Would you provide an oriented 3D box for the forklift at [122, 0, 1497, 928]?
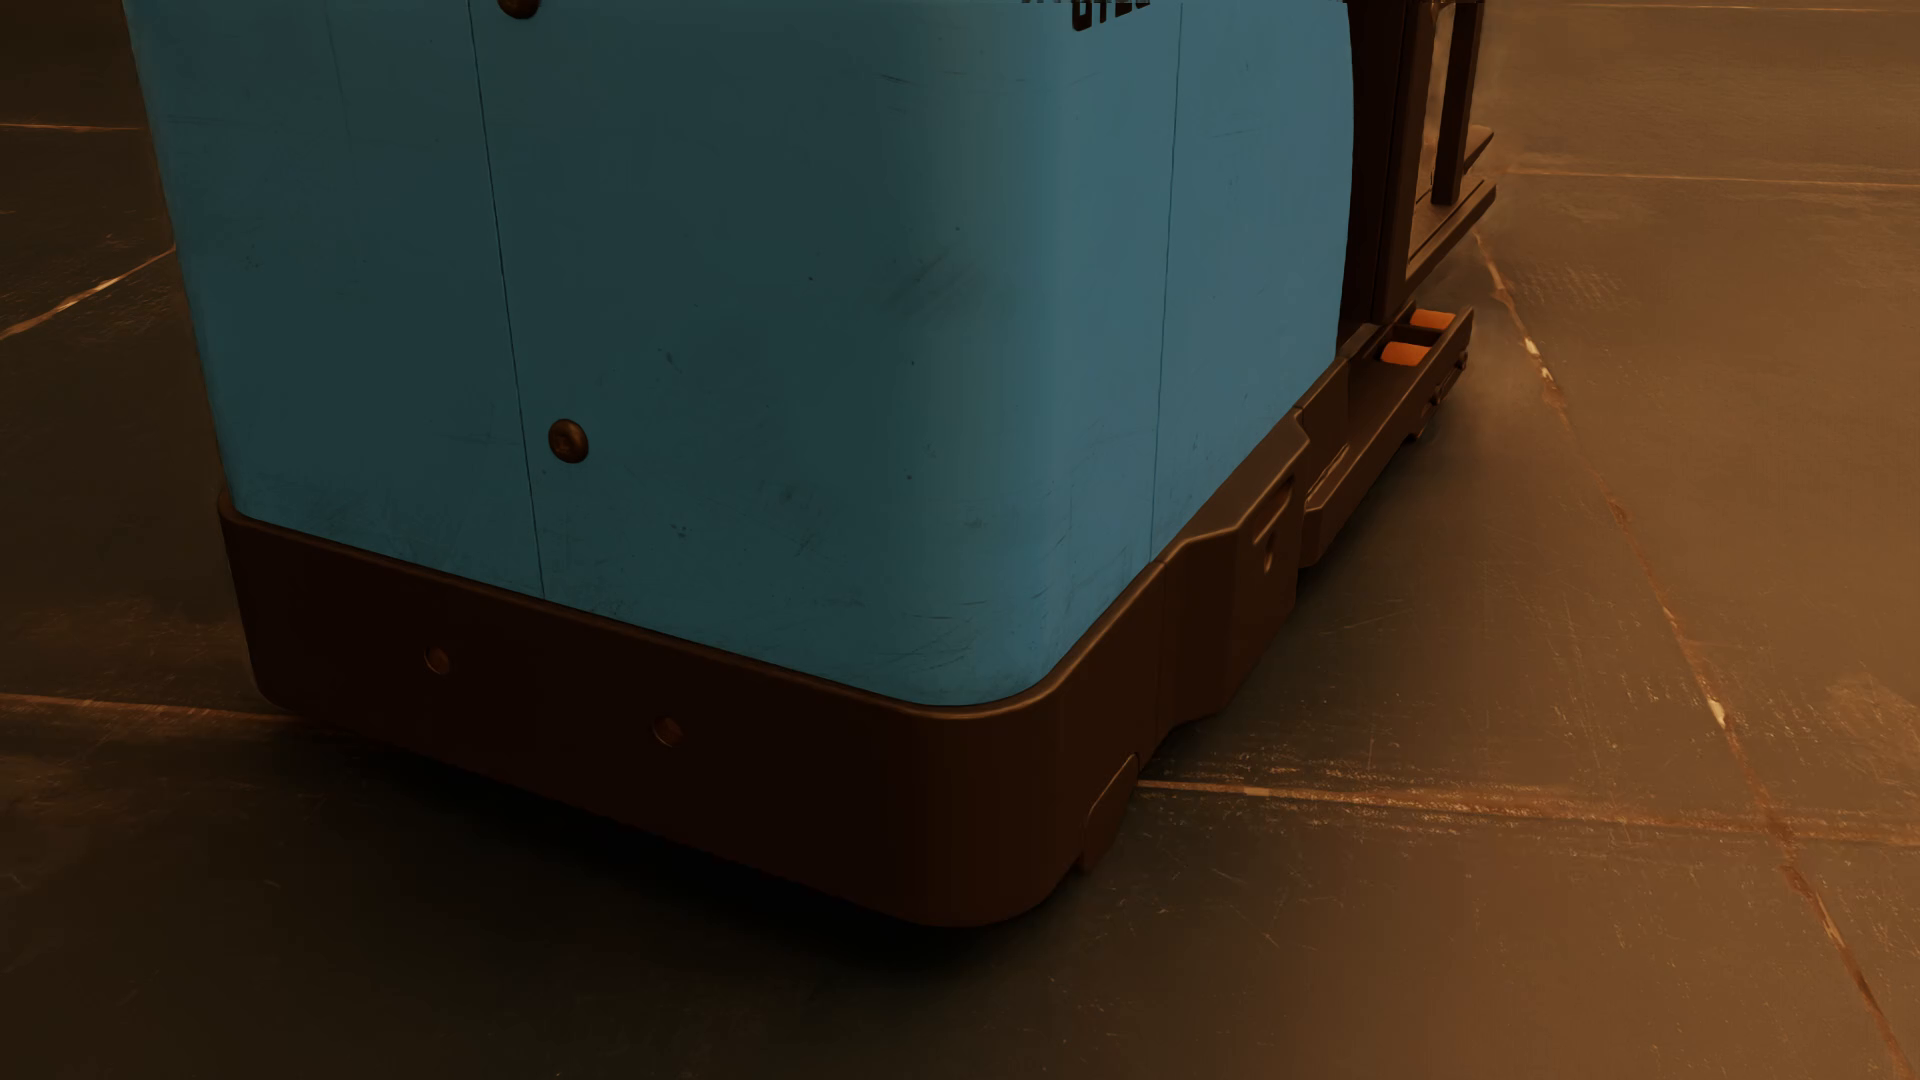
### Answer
[{"bbox_3d":[0.272,-1.566,2.356,1.130,2.935,3.031,13,29,24],"label":"forklift"}]
